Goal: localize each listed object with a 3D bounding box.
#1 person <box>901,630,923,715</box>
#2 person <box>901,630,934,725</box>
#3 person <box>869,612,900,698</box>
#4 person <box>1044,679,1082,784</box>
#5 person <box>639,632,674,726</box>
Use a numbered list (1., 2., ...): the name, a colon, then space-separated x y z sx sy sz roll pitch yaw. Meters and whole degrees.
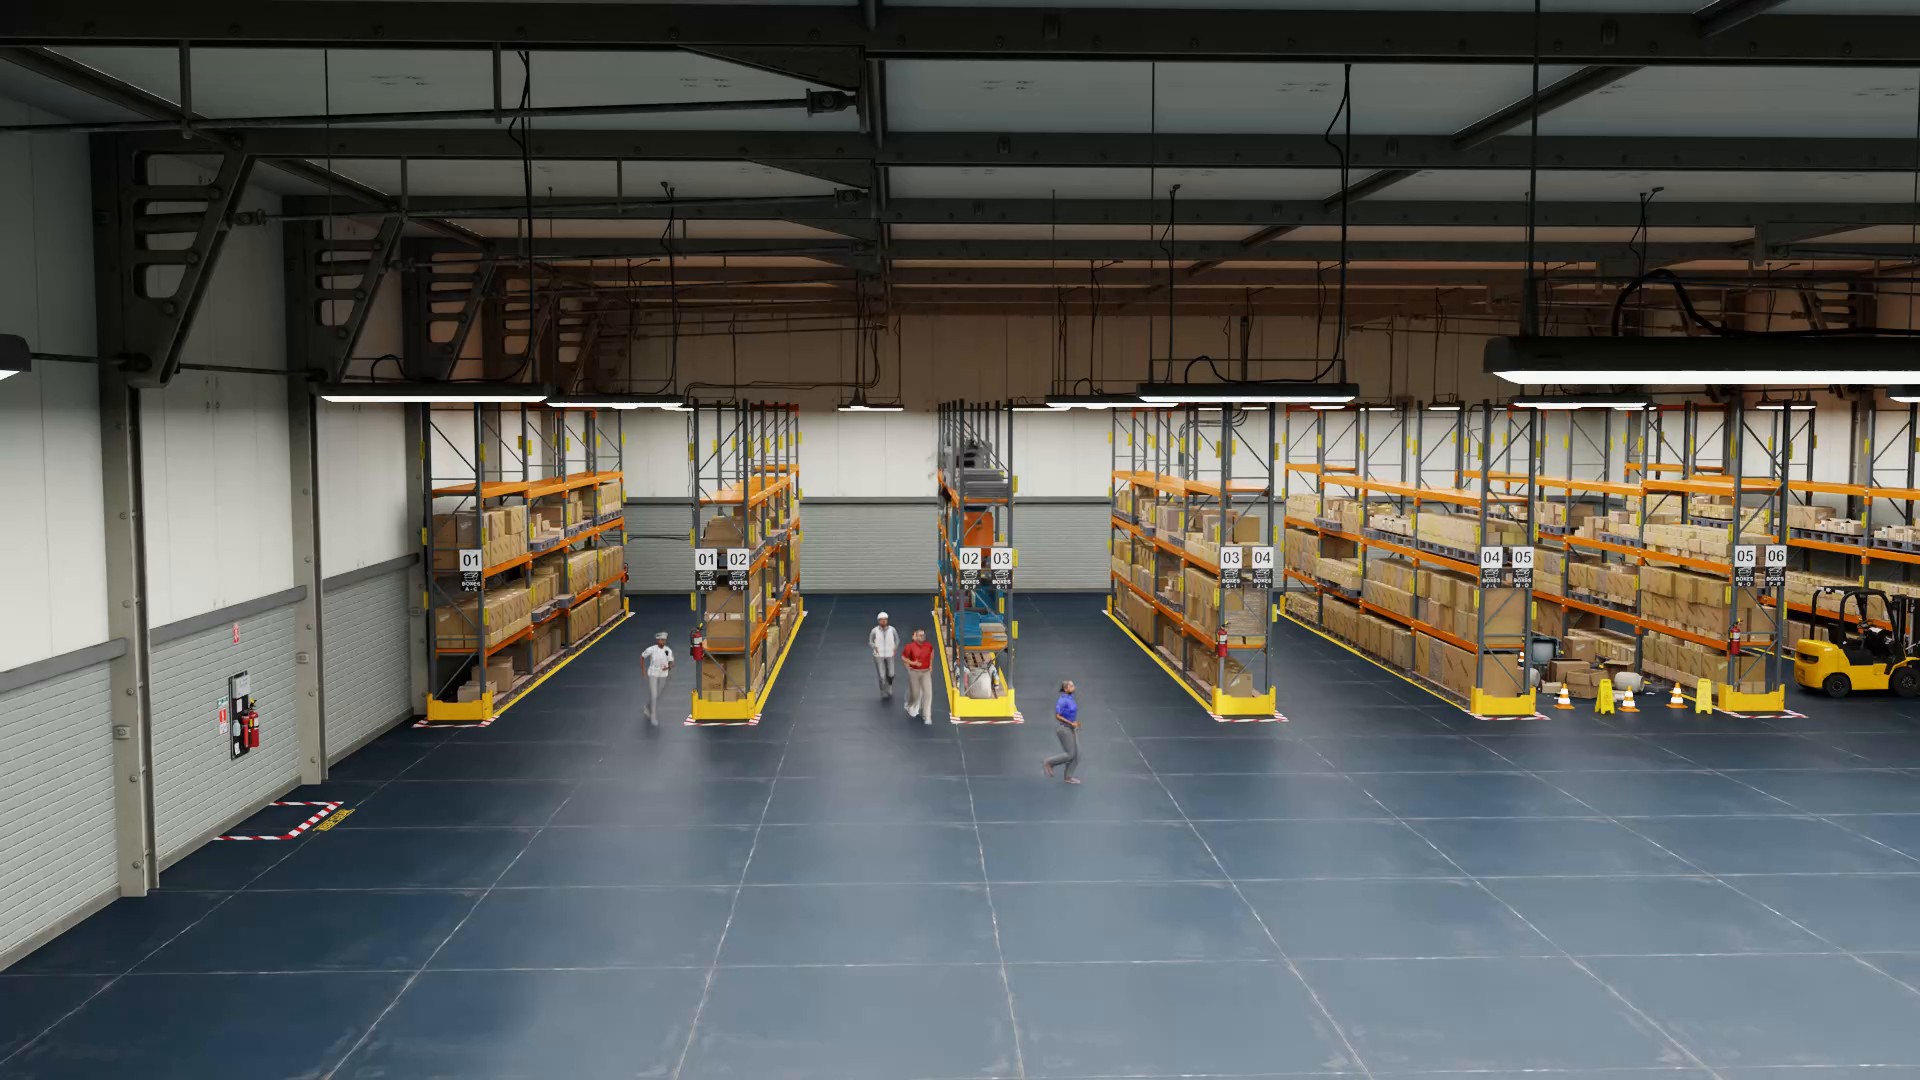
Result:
1. person: -0.823 2.512 31.657 0.562 1.621 0.570 -1 4 -15
2. person: -0.769 2.534 30.962 0.692 1.763 0.929 -2 5 -21
3. person: -1.508 2.316 33.370 0.635 1.727 0.564 -1 4 -8
4. person: 1.626 2.960 25.777 0.618 1.612 0.572 2 5 21
5. person: -5.602 2.542 30.876 0.628 1.677 0.890 -3 5 -30
